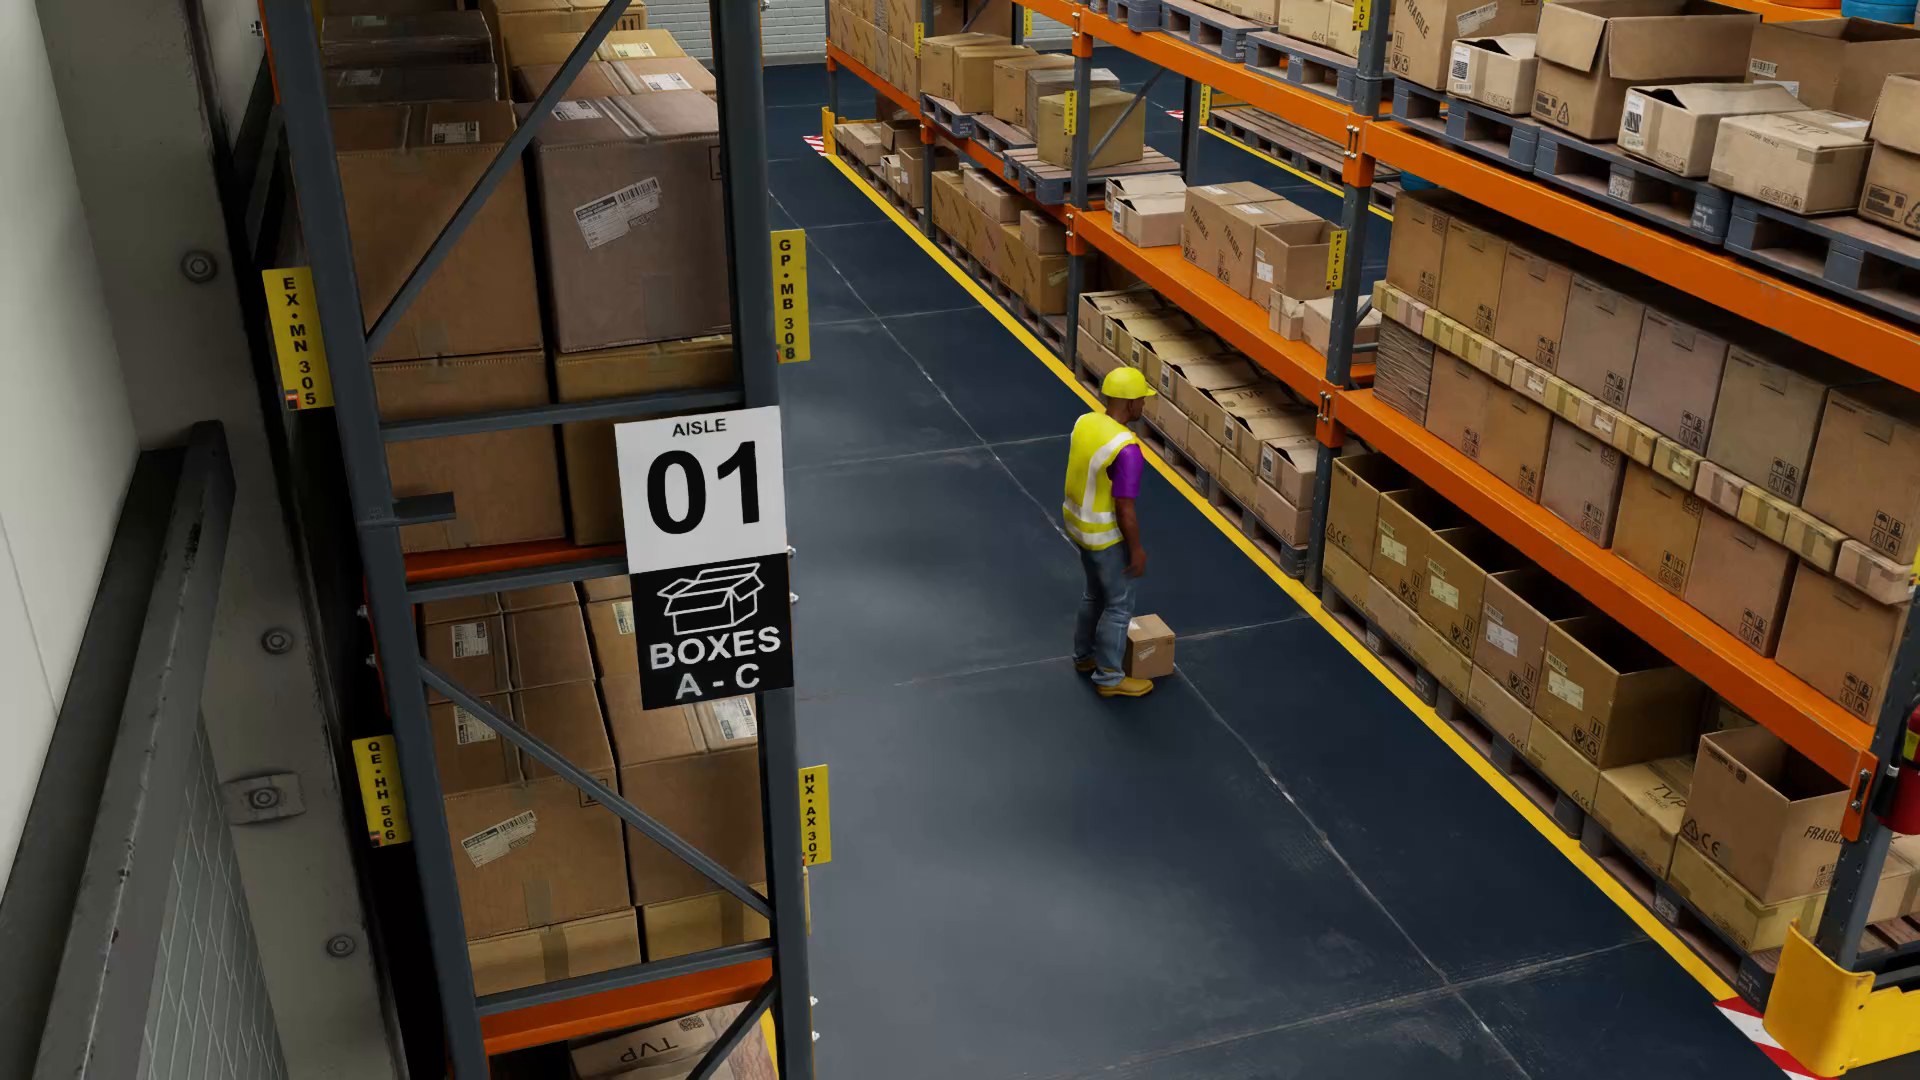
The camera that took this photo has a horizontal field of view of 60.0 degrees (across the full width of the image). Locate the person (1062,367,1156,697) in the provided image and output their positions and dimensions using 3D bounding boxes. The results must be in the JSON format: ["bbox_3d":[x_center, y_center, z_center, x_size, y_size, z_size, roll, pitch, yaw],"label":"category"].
[{"bbox_3d":[0.785,-0.055,8.706,0.461,1.759,0.632,-10,28,-19],"label":"person"}]
